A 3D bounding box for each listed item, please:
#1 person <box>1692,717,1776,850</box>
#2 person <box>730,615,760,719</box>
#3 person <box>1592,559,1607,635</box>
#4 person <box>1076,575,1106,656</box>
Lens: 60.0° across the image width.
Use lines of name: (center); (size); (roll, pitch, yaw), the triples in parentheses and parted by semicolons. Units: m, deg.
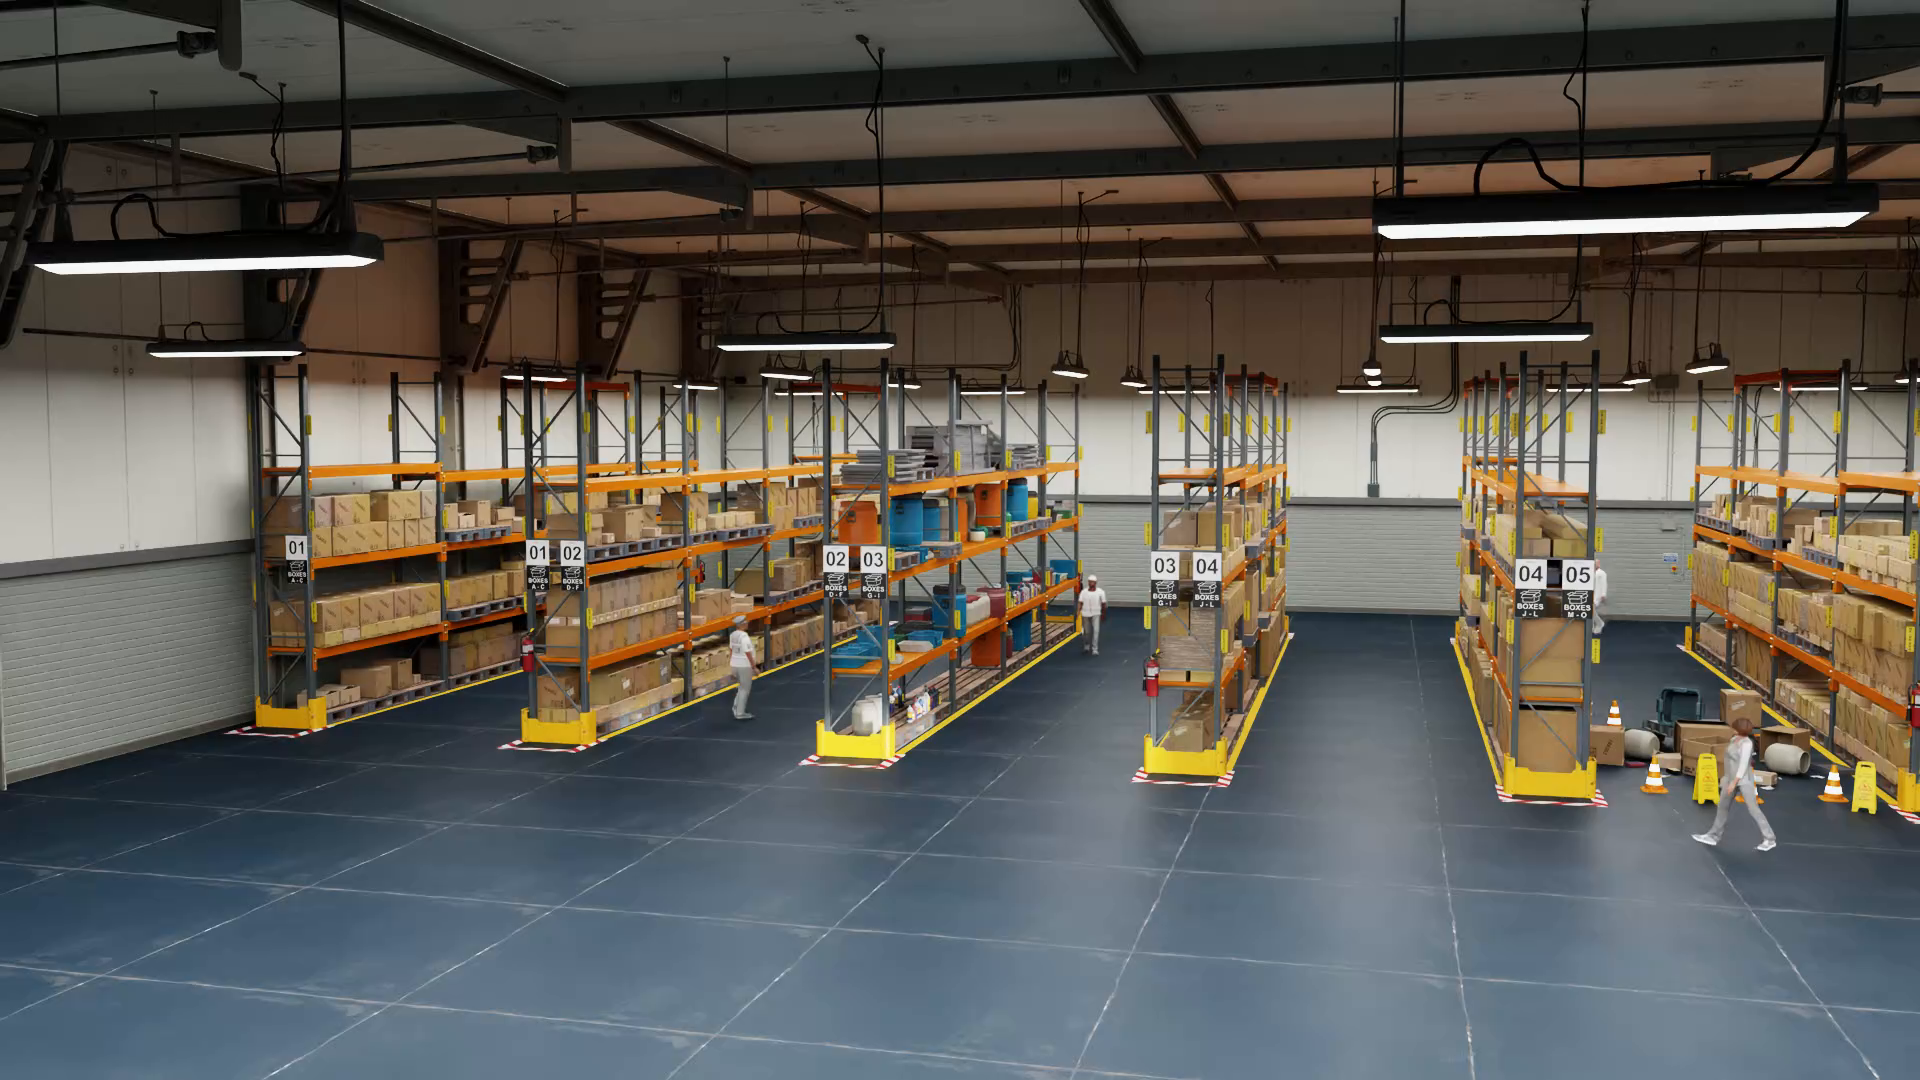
person: (9.186, 2.858, 19.650); (0.794, 1.563, 0.549); (0, 4, -4)
person: (-3.657, 2.170, 28.289); (0.465, 1.805, 0.557); (-4, 5, -42)
person: (15.184, 1.358, 39.874); (0.478, 1.799, 0.567); (0, 4, -7)
person: (2.861, 1.637, 36.271); (0.660, 1.726, 0.999); (0, 4, 2)
